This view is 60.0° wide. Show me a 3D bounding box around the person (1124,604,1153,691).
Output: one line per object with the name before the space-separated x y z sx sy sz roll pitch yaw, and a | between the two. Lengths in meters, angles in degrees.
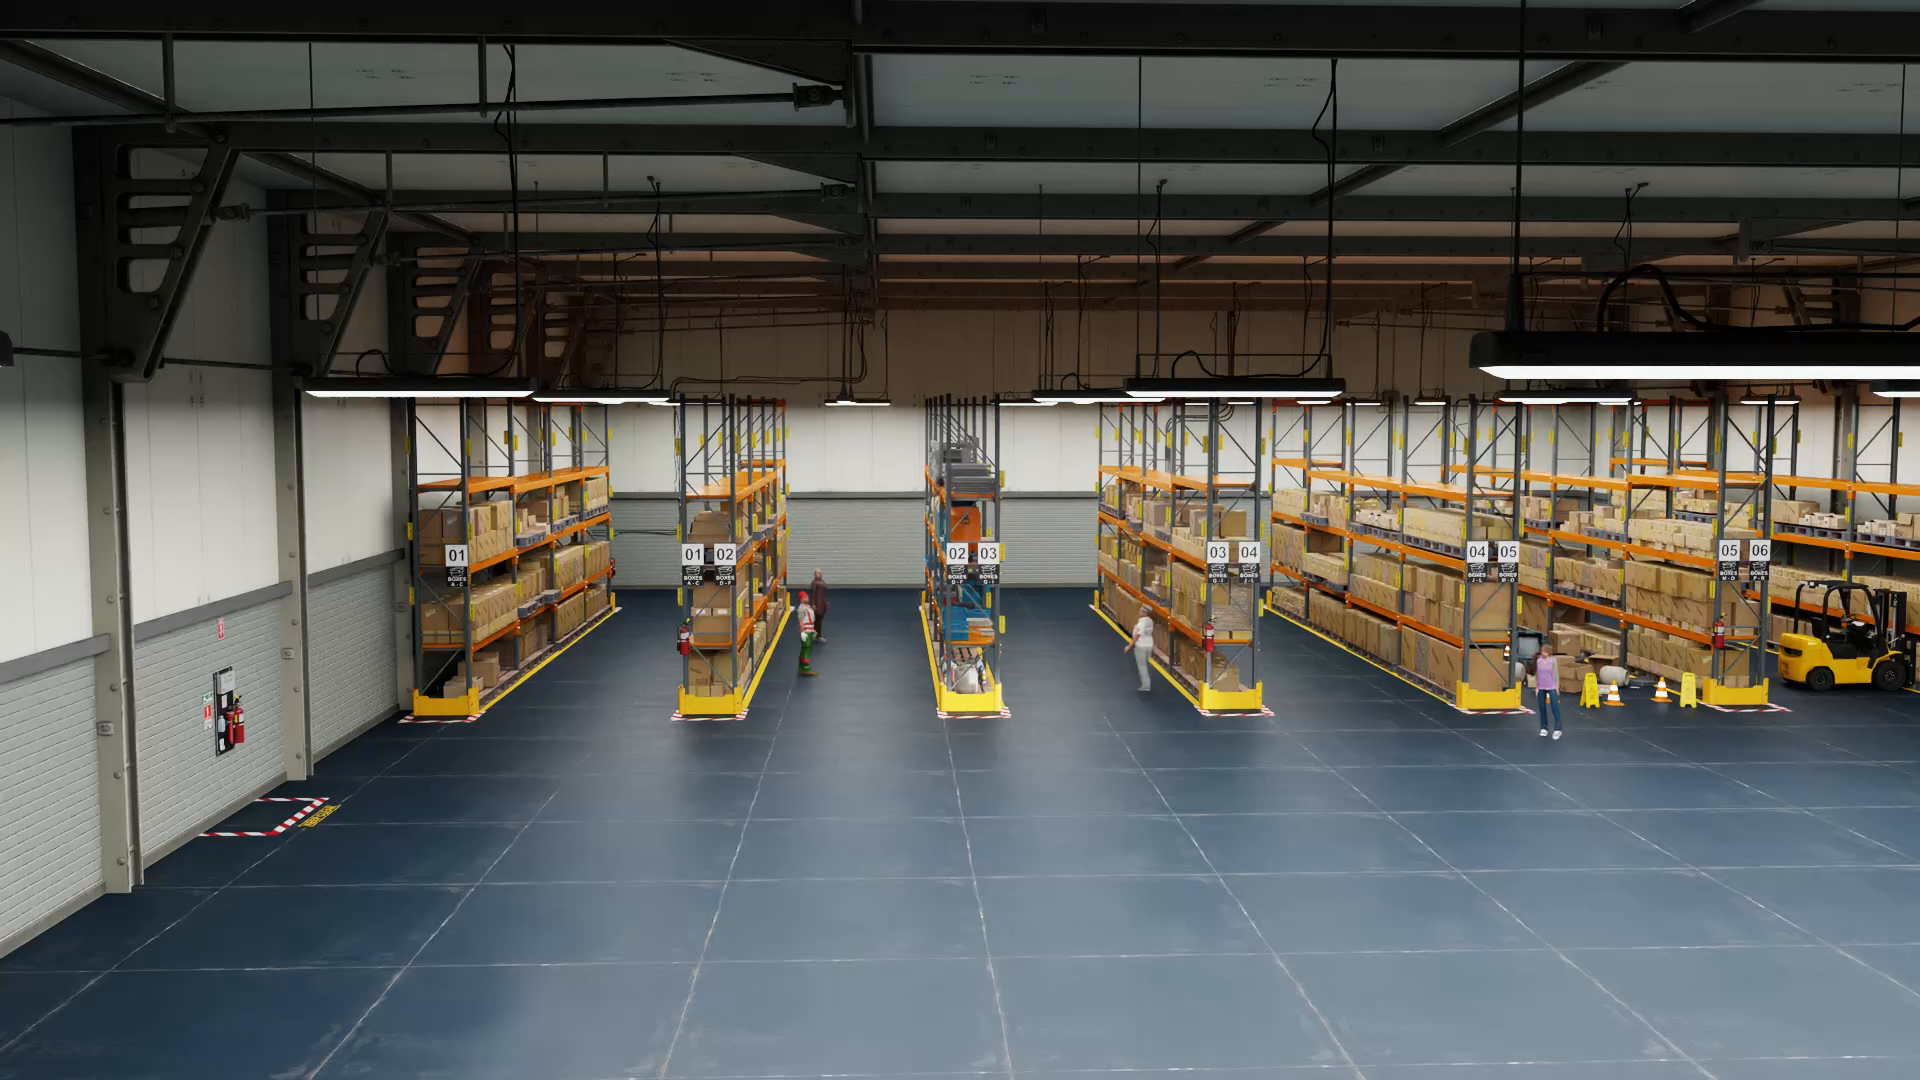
person | 3.666 2.213 33.667 0.659 1.851 0.615 -4 6 -39

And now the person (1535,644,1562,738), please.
person | 10.277 2.626 29.069 0.498 1.606 0.374 3 6 37

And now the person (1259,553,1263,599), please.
person | 8.889 0.949 50.254 0.501 1.654 0.440 0 5 -3

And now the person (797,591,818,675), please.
person | -3.295 2.000 35.860 0.435 1.791 0.582 0 5 -6

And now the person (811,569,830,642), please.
person | -3.449 1.596 40.995 0.425 1.794 0.691 1 5 11
